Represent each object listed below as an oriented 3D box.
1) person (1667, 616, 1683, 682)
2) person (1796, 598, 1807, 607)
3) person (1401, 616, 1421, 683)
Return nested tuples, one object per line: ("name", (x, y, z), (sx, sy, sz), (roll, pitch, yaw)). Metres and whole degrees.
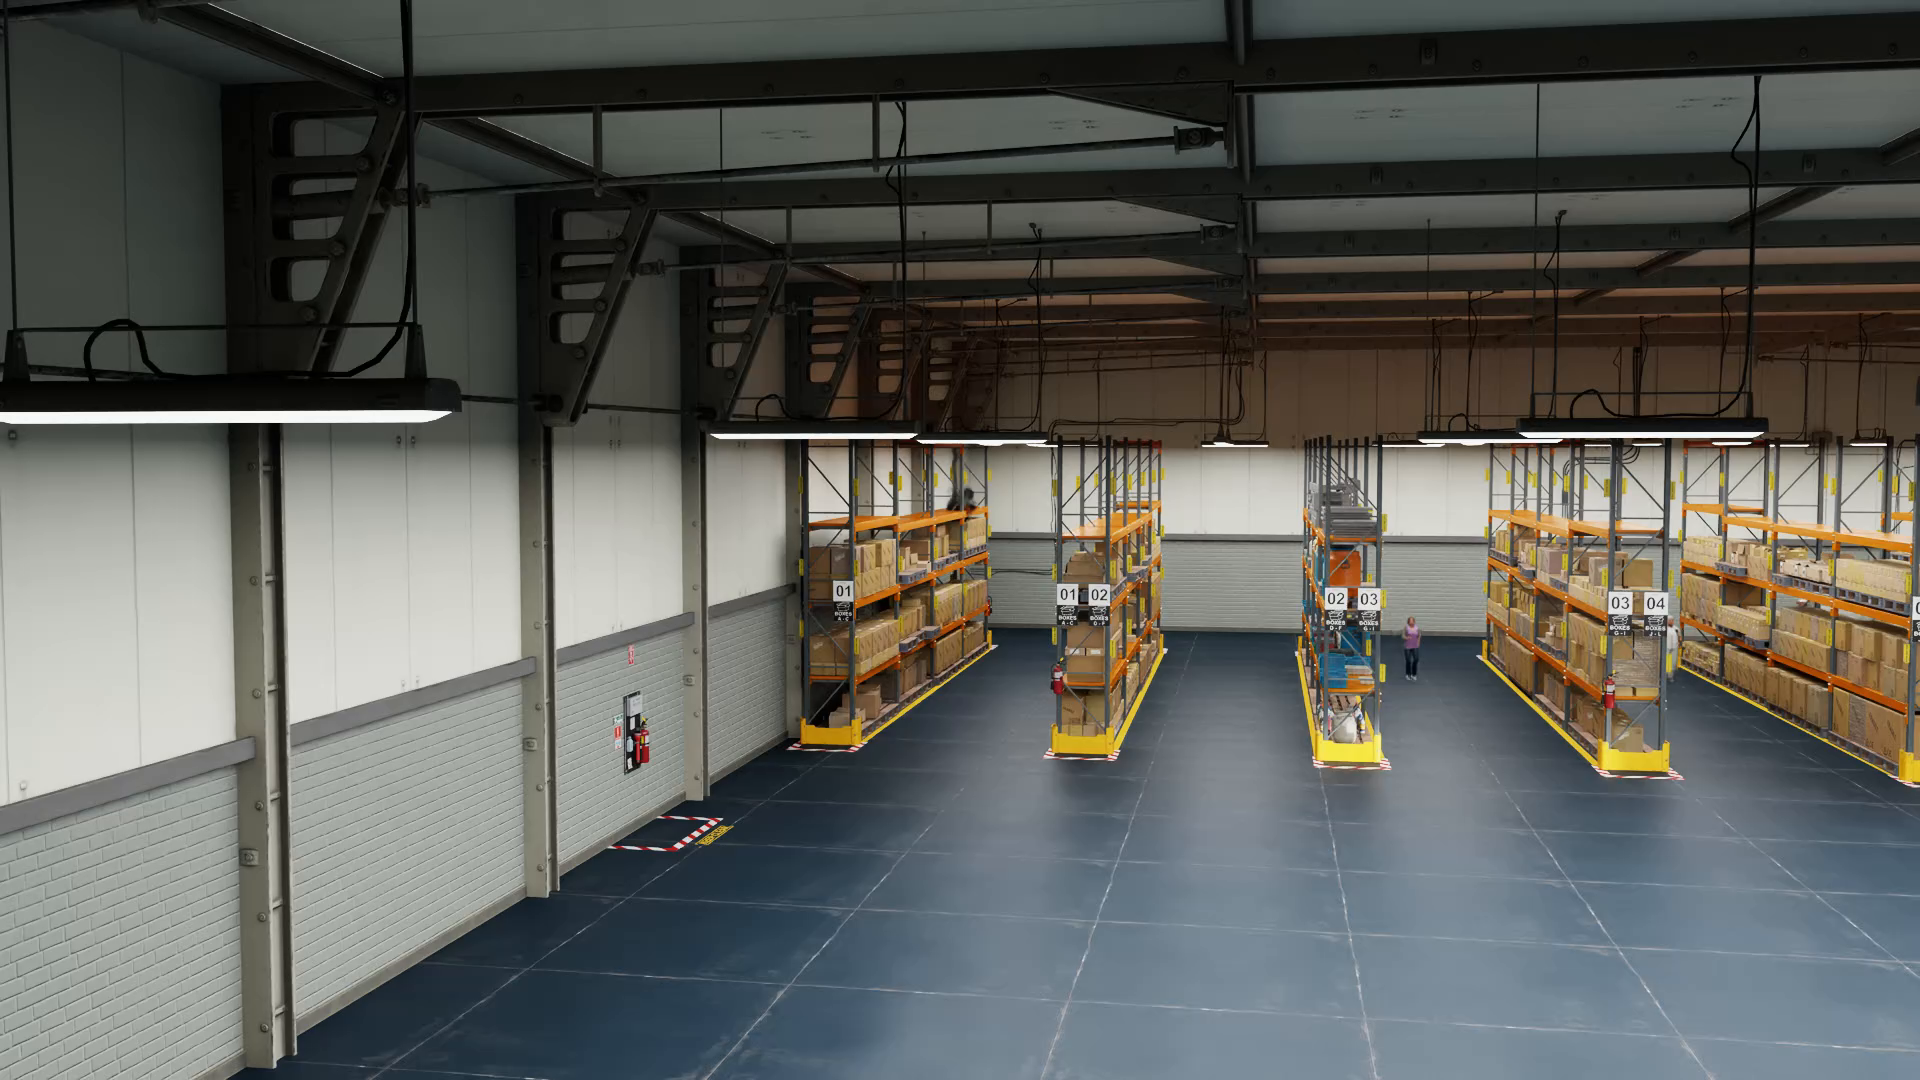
("person", (17.626, 2.693, 41.290), (0.616, 1.627, 0.550), (0, 3, 8))
("person", (22.858, 2.426, 45.153), (0.624, 1.731, 0.660), (0, 3, 1))
("person", (11.158, 2.705, 41.082), (0.514, 1.631, 0.653), (0, 3, 5))
